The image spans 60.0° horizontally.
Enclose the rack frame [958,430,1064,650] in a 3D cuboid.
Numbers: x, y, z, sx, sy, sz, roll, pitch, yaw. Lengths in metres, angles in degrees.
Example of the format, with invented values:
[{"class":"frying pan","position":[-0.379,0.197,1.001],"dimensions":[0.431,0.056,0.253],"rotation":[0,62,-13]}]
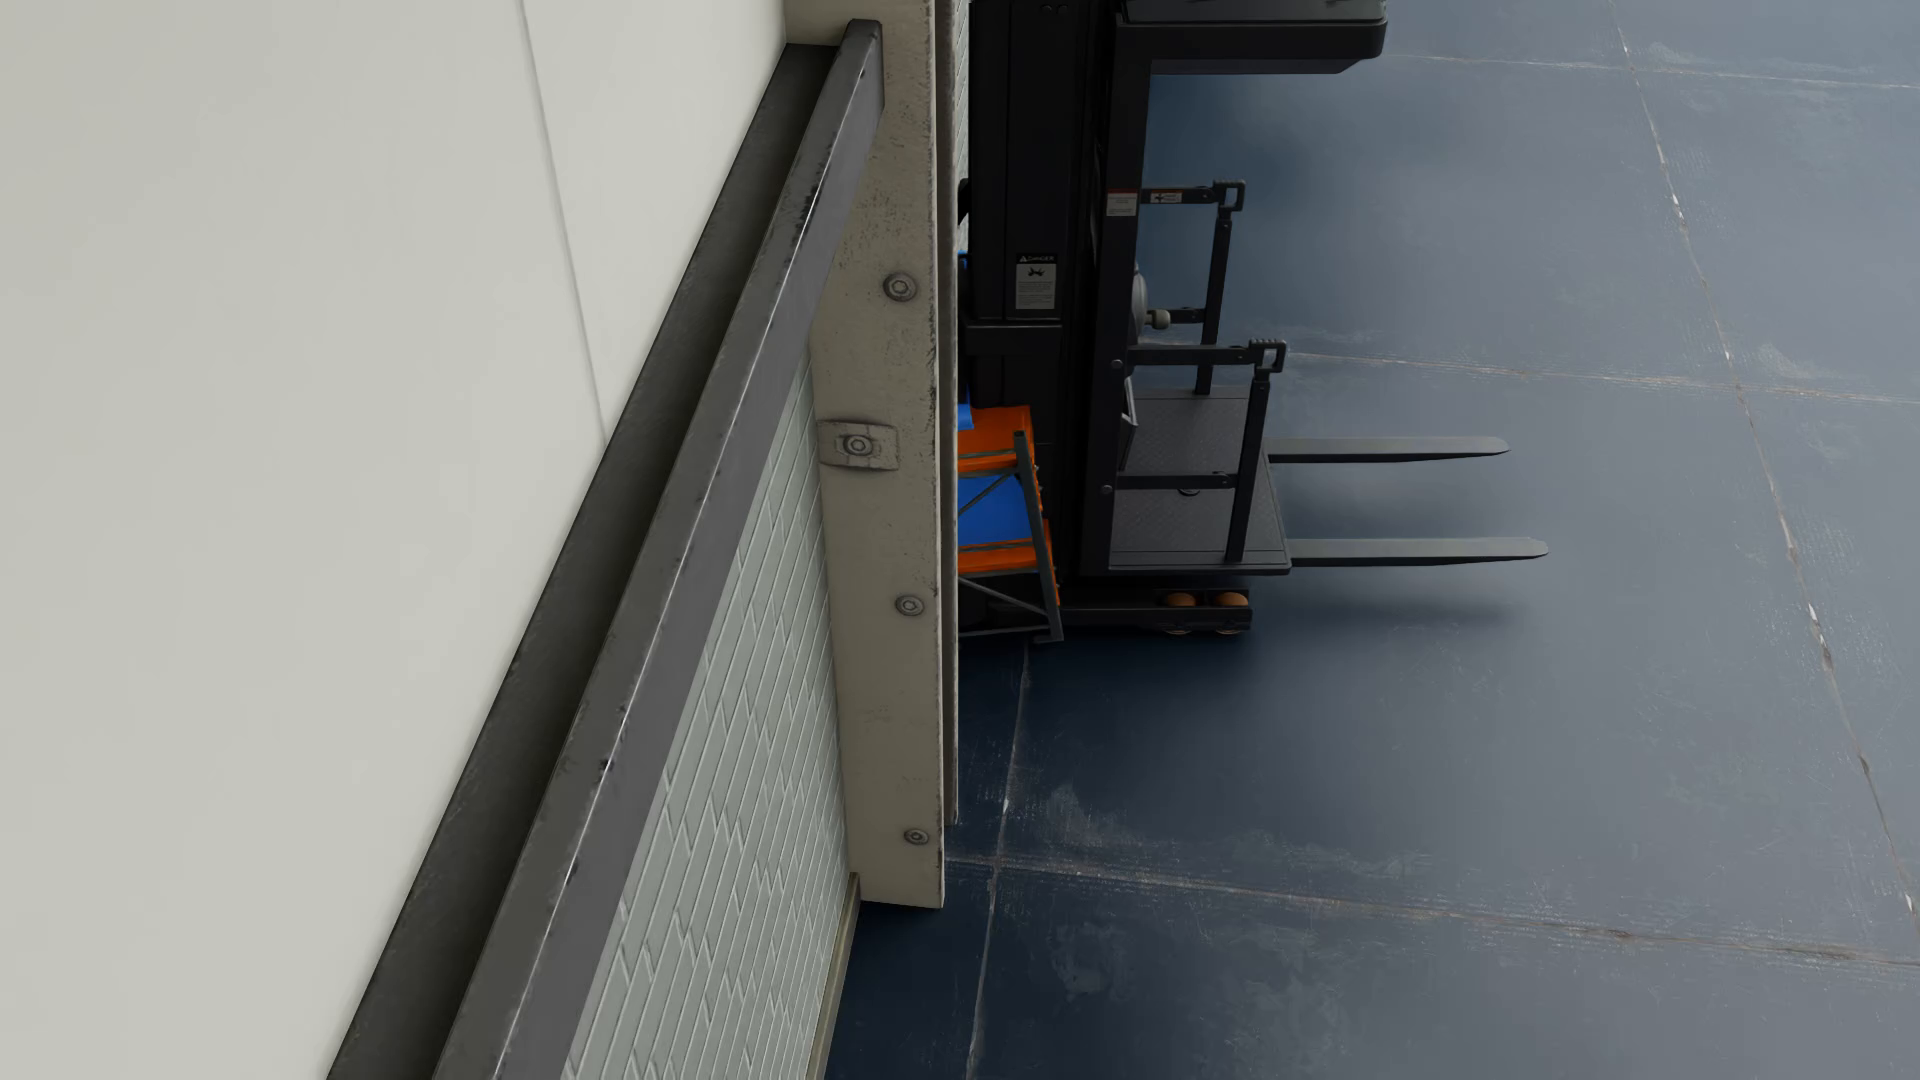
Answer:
[{"class":"rack frame","position":[0.056,0.035,5.881],"dimensions":[0.500,1.125,0.032],"rotation":[-6,49,7]}]

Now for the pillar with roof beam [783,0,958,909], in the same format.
[{"class":"pillar with roof beam","position":[4.082,-1.812,2.119],"dimensions":[9.100,9.000,0.400],"rotation":[5,44,6]}]

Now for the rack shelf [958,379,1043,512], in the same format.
[{"class":"rack shelf","position":[0.008,-0.540,5.988],"dimensions":[0.538,0.278,1.000],"rotation":[-6,49,7]}]

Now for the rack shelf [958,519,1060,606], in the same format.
[{"class":"rack shelf","position":[0.092,-0.197,6.394],"dimensions":[0.538,0.278,1.000],"rotation":[-6,49,7]}]

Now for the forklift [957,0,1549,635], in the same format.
[{"class":"forklift","position":[0.742,-1.070,5.748],"dimensions":[3.031,2.935,1.130],"rotation":[0,43,0]}]

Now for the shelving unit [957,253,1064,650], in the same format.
[{"class":"shelving unit","position":[0.054,-0.353,6.209],"dimensions":[0.538,1.125,1.048],"rotation":[-6,49,7]}]

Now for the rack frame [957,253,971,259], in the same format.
[{"class":"rack frame","position":[0.052,-0.741,6.537],"dimensions":[0.500,1.125,0.032],"rotation":[-6,49,7]}]
